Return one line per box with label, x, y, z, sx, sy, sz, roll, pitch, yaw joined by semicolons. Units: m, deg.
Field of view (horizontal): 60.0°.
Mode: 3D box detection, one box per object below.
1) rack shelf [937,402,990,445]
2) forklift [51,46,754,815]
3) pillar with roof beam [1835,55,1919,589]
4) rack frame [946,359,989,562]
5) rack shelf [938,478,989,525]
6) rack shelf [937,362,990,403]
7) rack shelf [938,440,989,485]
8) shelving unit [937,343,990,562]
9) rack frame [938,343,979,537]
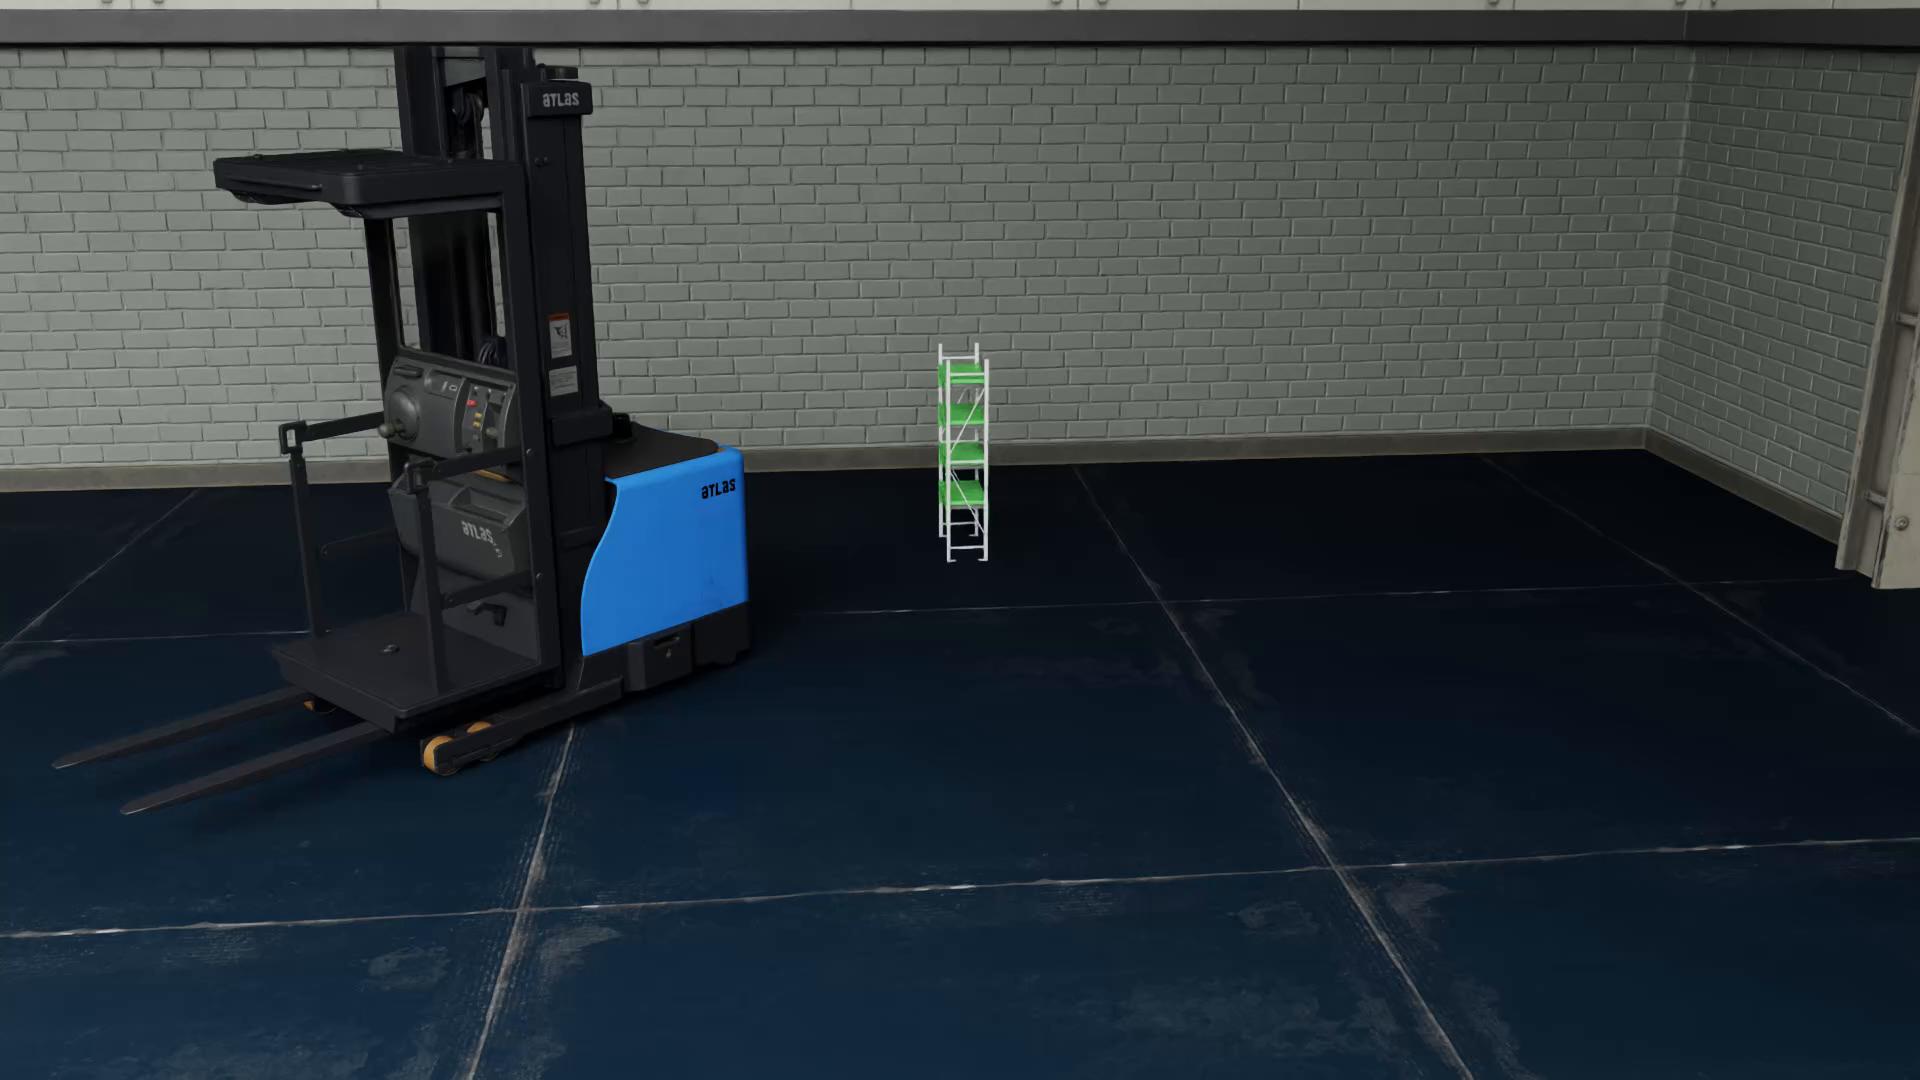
rack shelf;0.017;-0.691;9.788;0.258;0.148;0.480;-2;18;-6
forklift;-2.368;-0.574;7.113;1.130;2.935;3.031;14;22;38
pillar with roof beam;0.979;-3.950;7.736;9.100;9.000;0.400;-2;18;-6
rack frame;0.042;-0.450;9.609;0.240;1.200;0.015;-2;18;-6
rack shelf;0.017;-0.233;9.931;0.258;0.148;0.480;-2;18;-6
rack shelf;0.017;-0.920;9.716;0.258;0.148;0.480;-2;18;-6
rack shelf;0.017;-0.462;9.859;0.258;0.148;0.480;-2;18;-6
shelving unit;0.017;-0.523;9.840;0.258;1.200;0.503;-2;18;-6
rack frame;-0.008;-0.596;10.072;0.240;1.200;0.015;-2;18;-6
